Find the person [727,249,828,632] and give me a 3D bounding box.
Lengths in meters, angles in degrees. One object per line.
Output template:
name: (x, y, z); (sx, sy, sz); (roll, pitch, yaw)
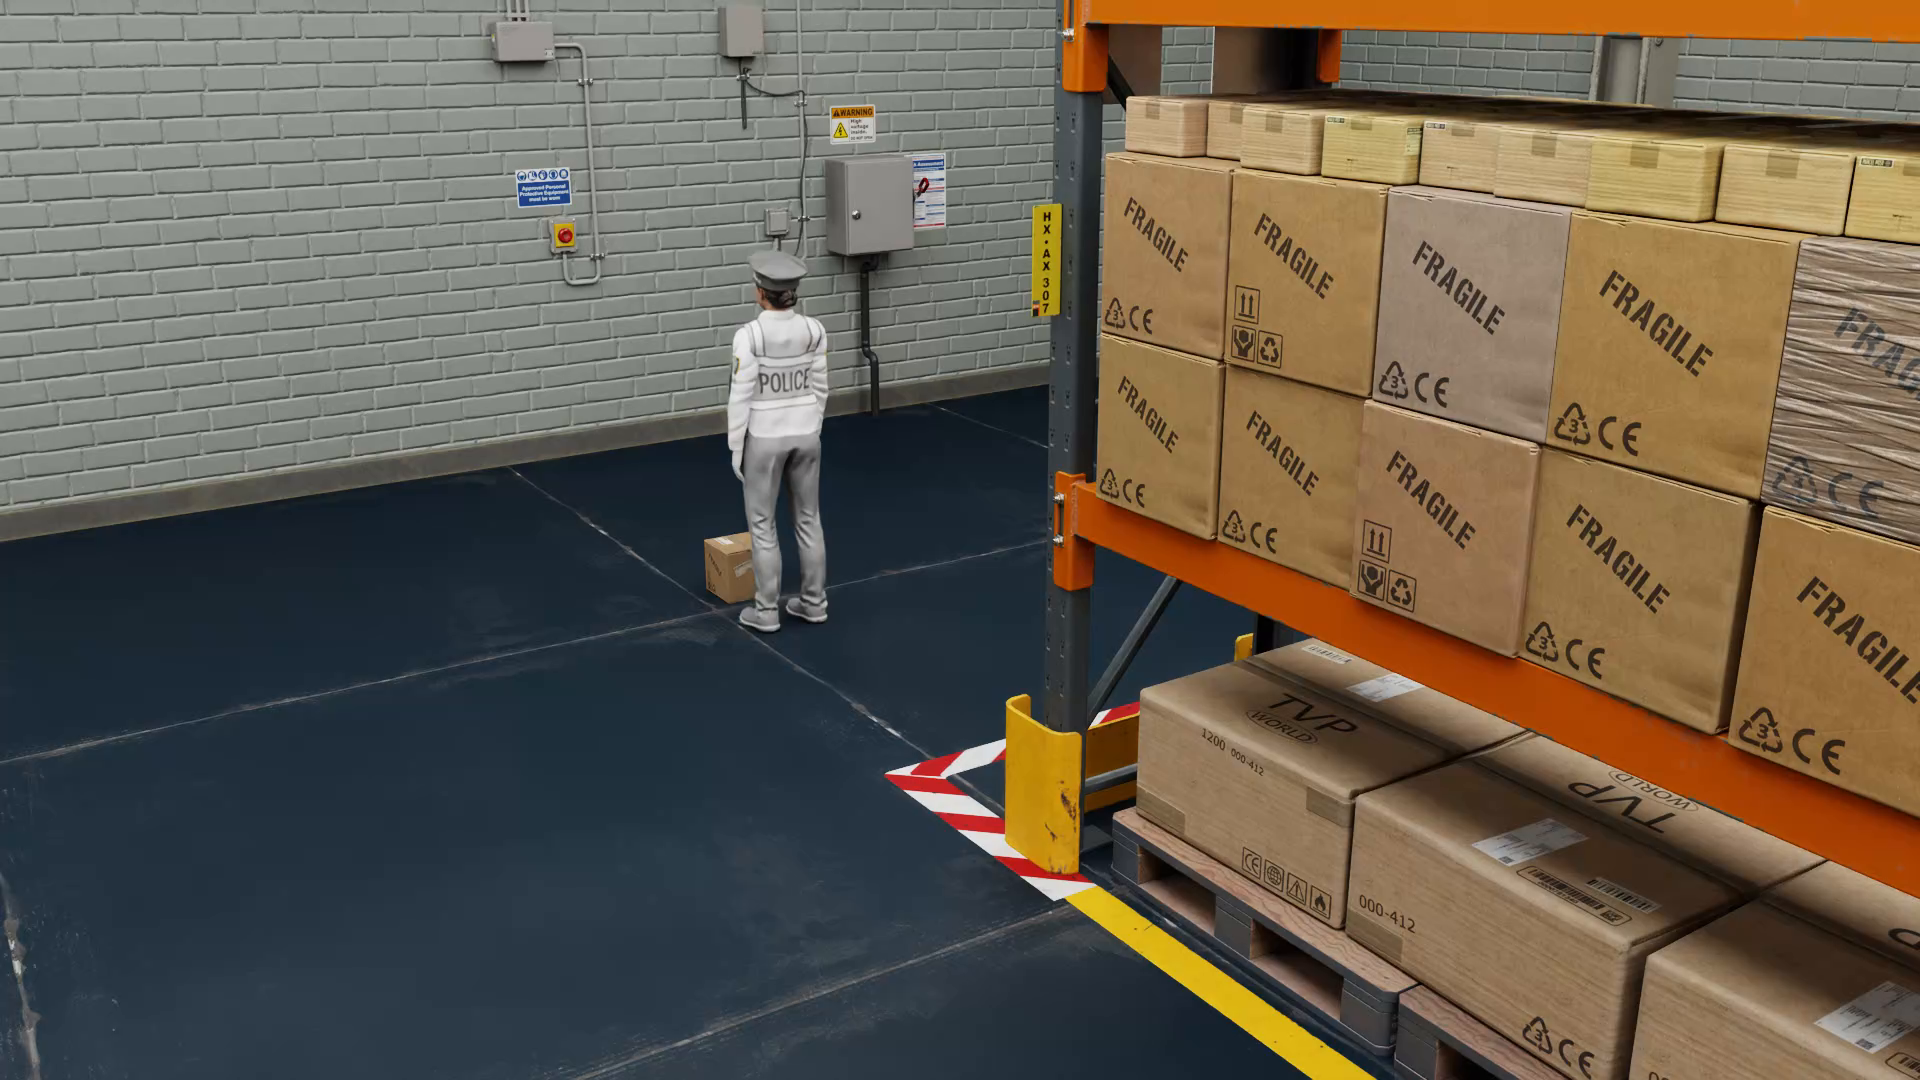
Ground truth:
person: (-0.800, -0.425, 7.316); (0.472, 1.690, 0.347); (-11, 21, -30)
